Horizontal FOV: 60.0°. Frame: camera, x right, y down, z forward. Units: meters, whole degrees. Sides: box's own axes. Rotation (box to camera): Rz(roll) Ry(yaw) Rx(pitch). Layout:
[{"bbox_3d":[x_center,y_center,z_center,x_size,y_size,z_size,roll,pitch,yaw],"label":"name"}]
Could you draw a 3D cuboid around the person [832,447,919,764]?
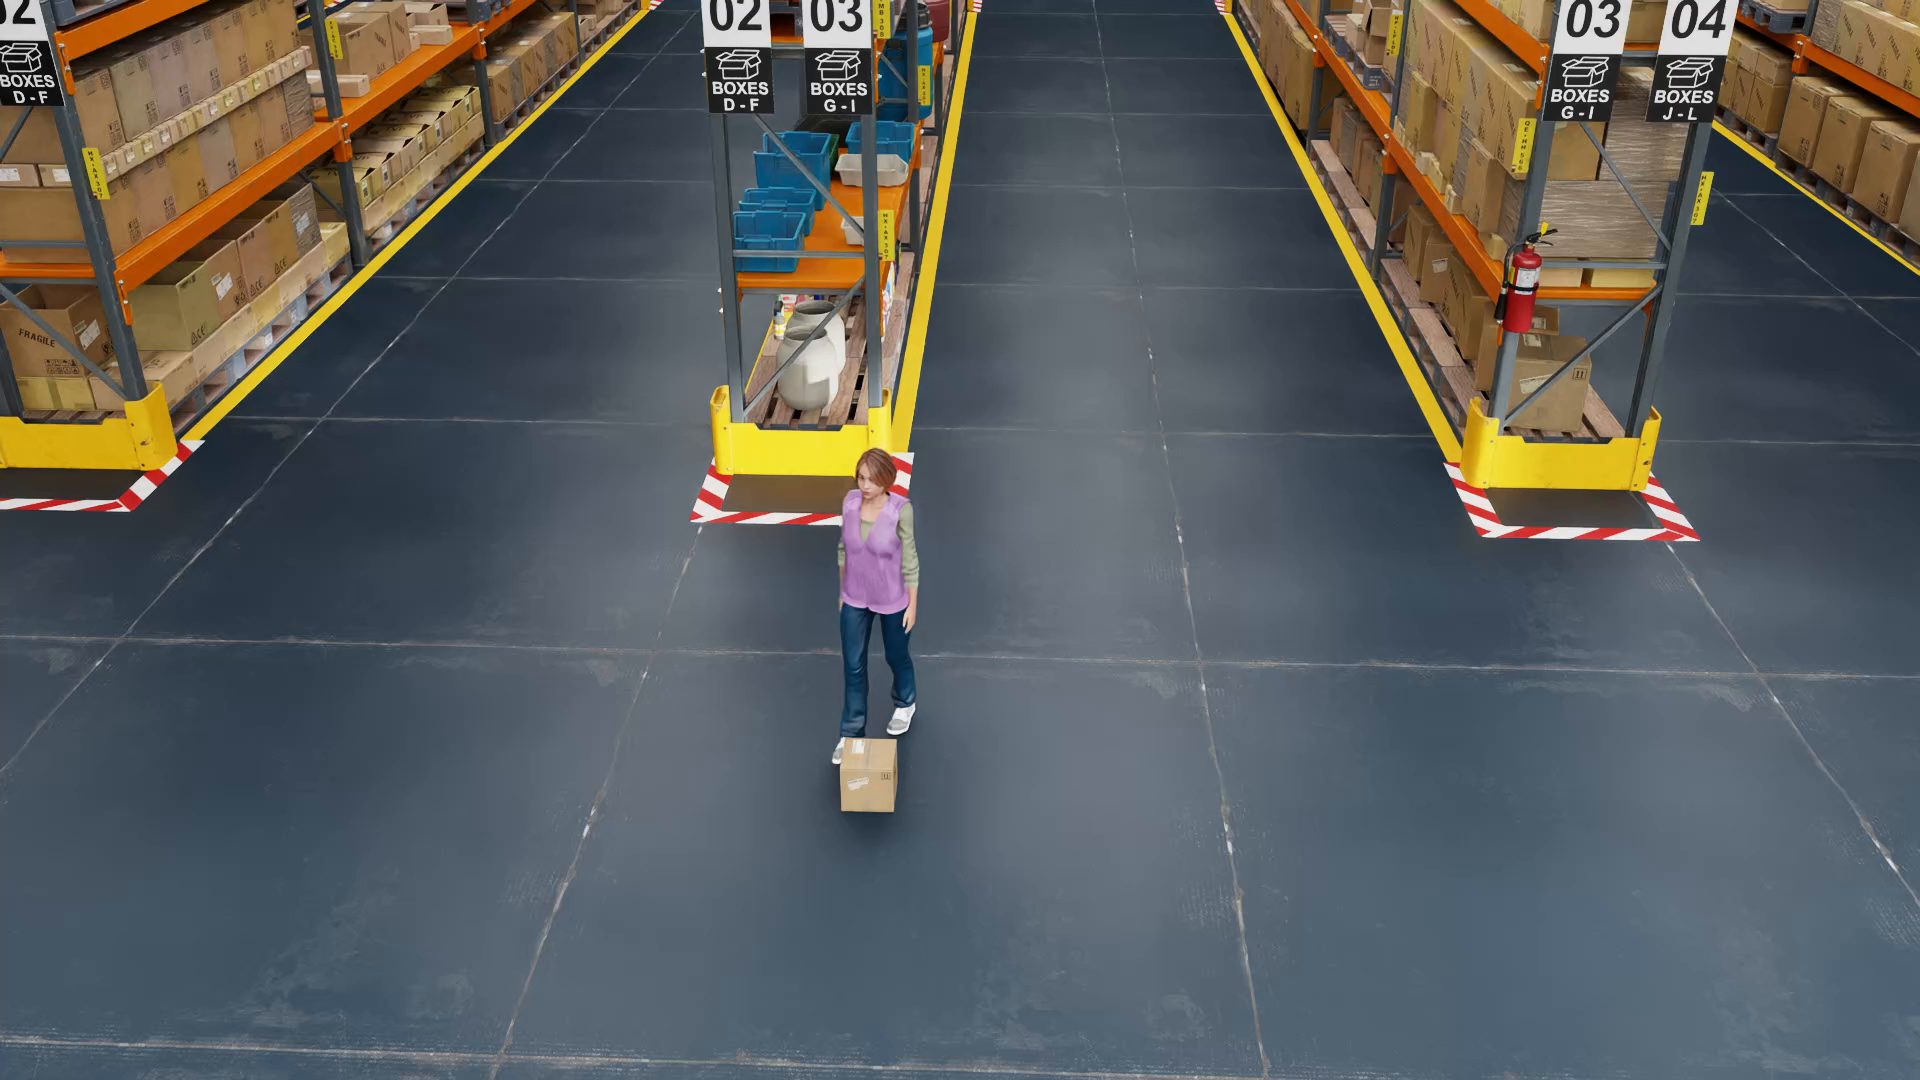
[{"bbox_3d":[-0.420,0.319,8.031,0.427,1.594,0.660,8,29,15],"label":"person"}]
